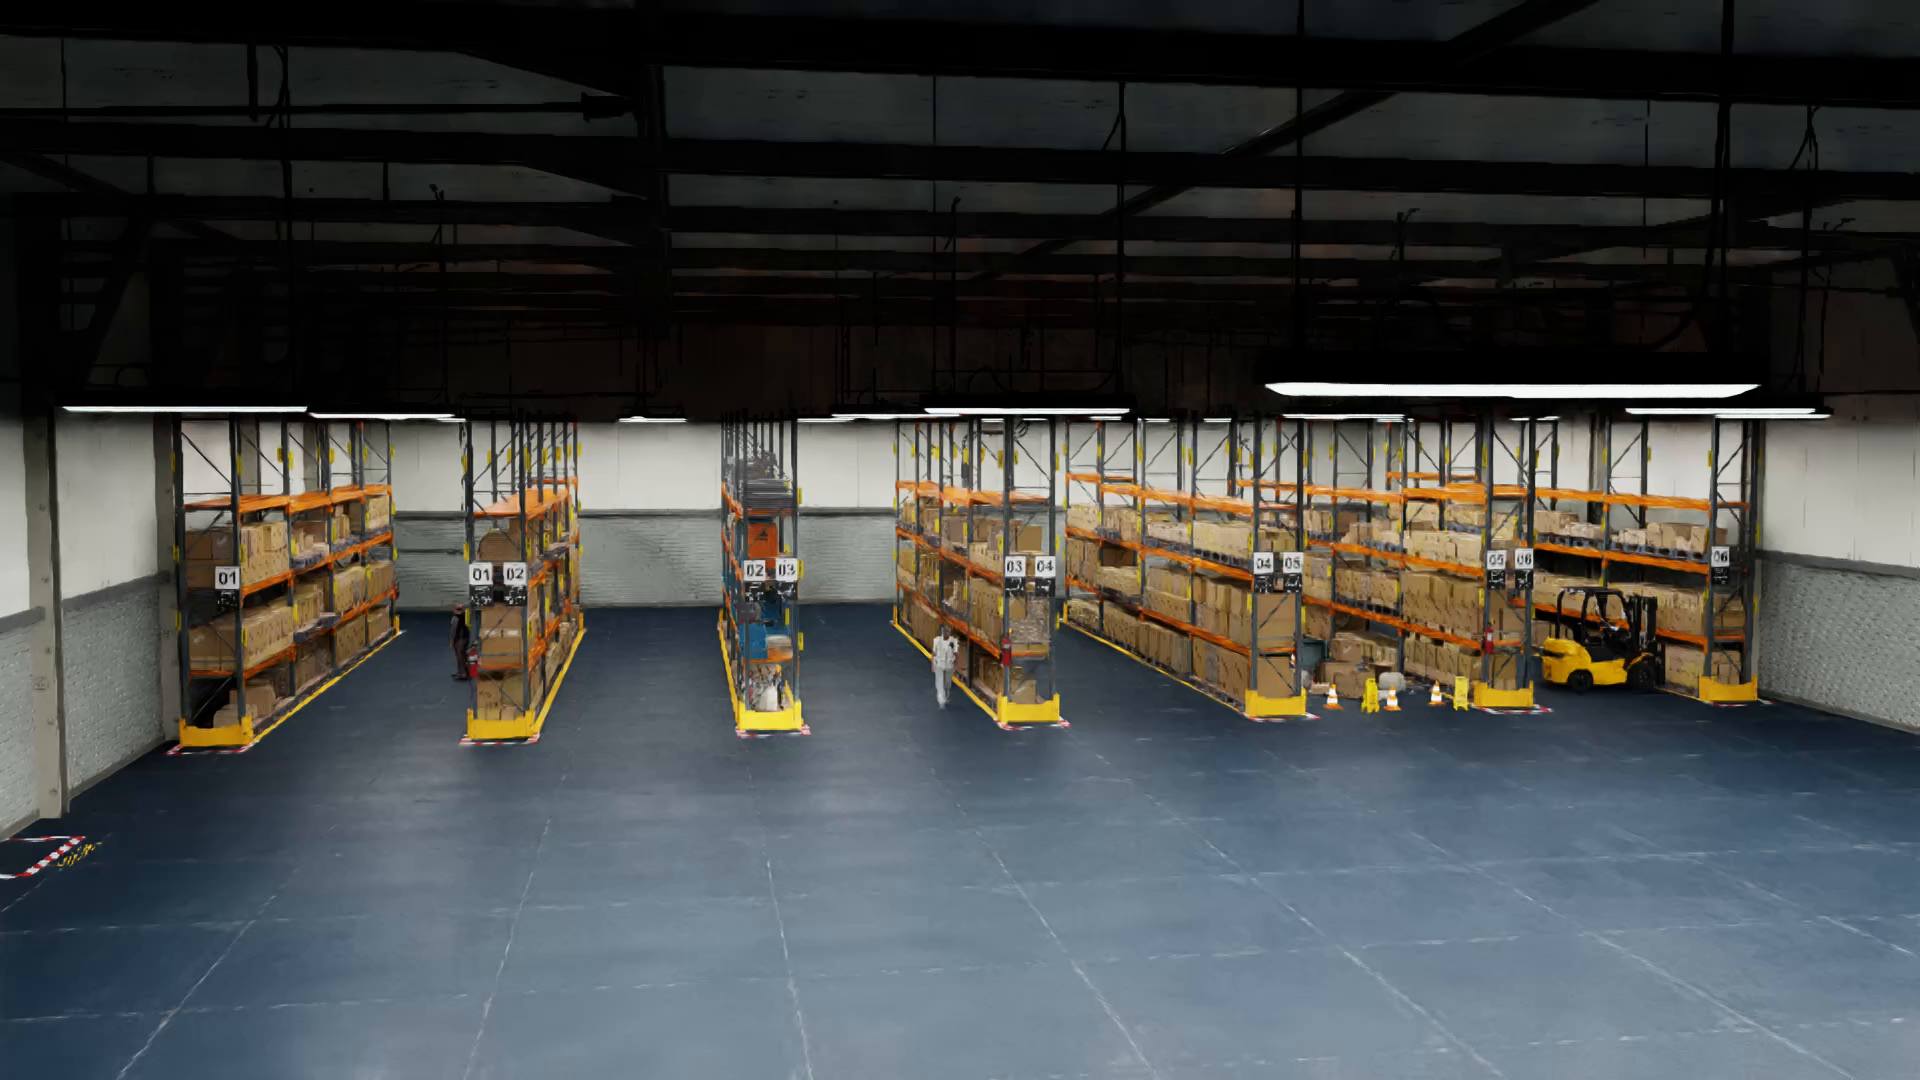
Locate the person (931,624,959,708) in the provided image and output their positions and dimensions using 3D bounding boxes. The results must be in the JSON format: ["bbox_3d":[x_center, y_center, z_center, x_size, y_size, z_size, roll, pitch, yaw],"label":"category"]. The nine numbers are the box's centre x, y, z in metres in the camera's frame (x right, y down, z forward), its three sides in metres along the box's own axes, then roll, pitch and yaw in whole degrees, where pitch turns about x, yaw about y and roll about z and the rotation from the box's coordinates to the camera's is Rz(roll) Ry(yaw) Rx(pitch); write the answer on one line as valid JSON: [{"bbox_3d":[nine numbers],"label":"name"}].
[{"bbox_3d":[-0.280,2.521,33.575,0.541,1.672,1.095,-1,4,-11],"label":"person"}]

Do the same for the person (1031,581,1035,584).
[{"bbox_3d":[2.144,1.602,47.468,0.456,1.589,1.088,-1,4,-7],"label":"person"}]

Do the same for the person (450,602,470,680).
[{"bbox_3d":[-11.224,2.251,37.241,0.581,1.718,0.632,1,4,14],"label":"person"}]

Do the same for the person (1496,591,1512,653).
[{"bbox_3d":[13.316,2.022,40.934,0.555,1.664,0.585,1,4,15],"label":"person"}]
